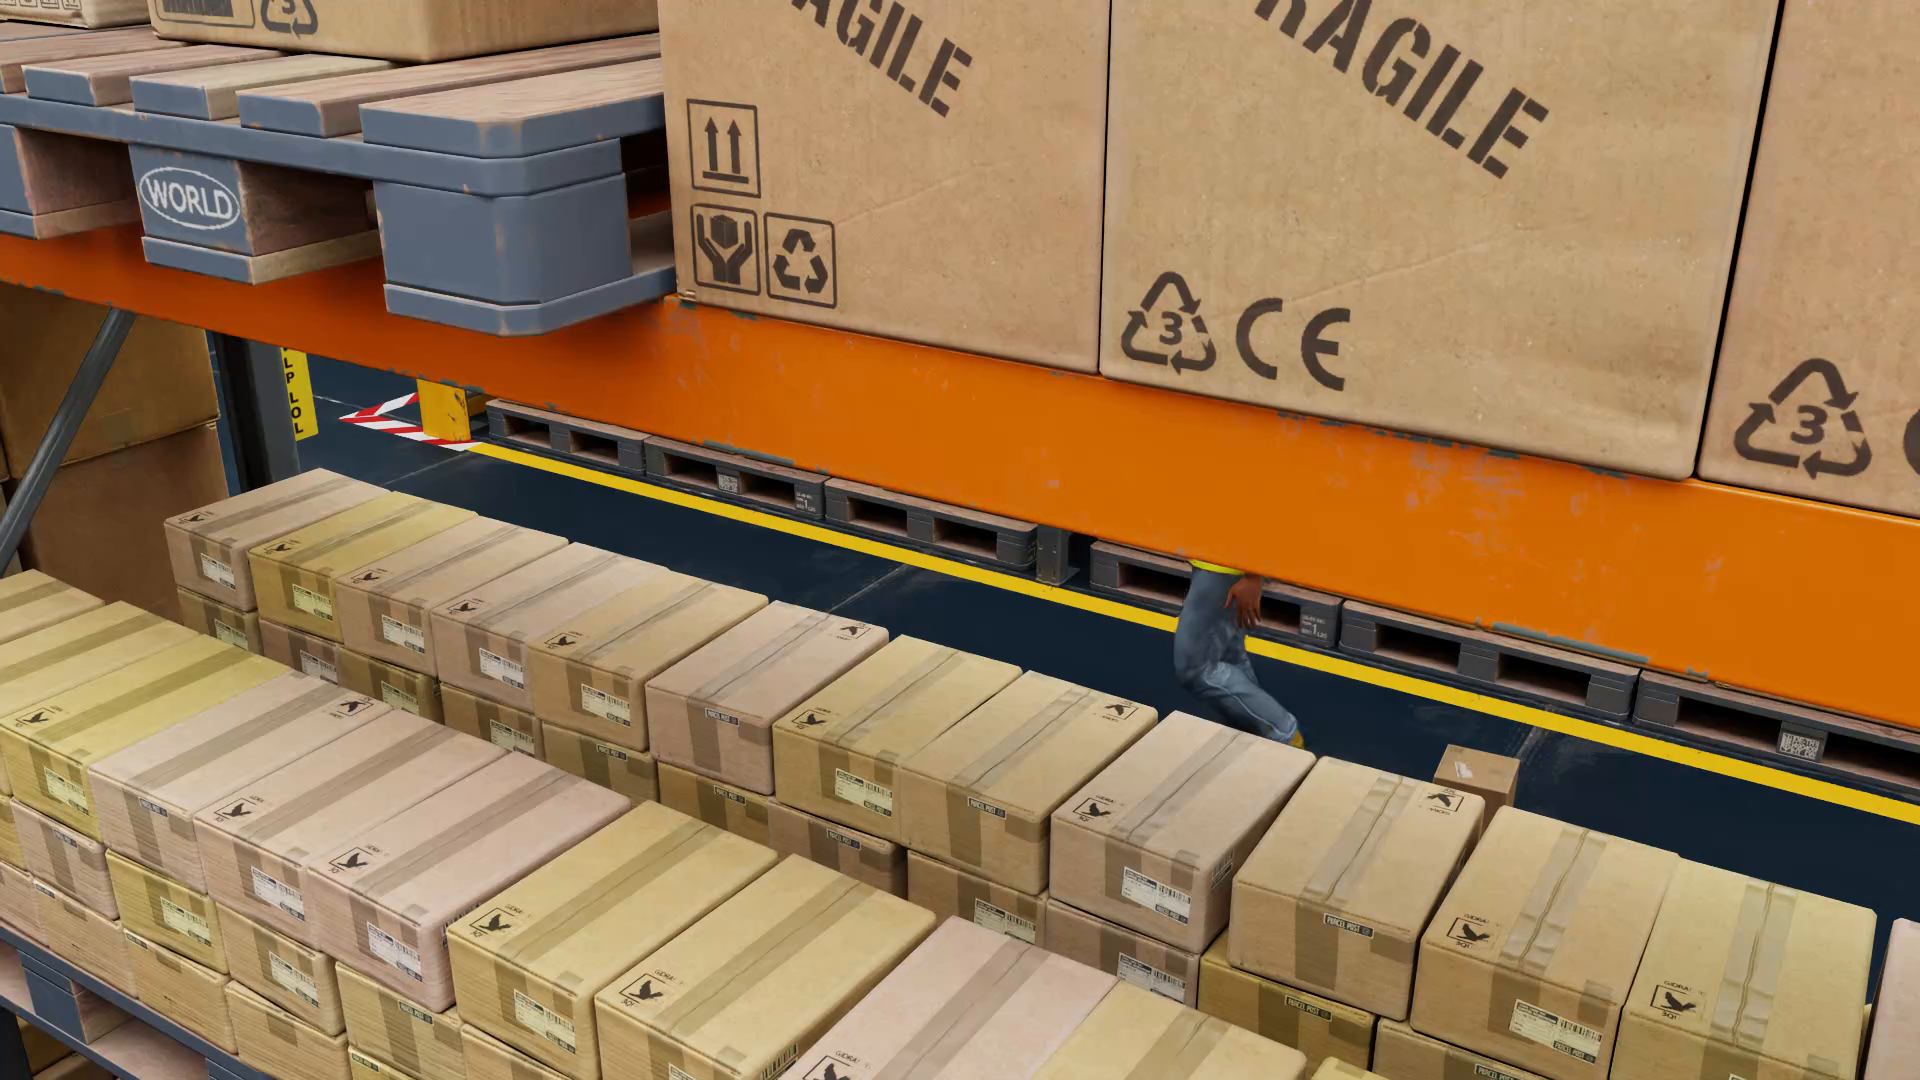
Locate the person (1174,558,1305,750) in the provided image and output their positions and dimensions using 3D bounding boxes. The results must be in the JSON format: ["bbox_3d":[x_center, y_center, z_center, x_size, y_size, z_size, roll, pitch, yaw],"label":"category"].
[{"bbox_3d":[0.982,0.064,5.903,0.558,1.759,0.615,1,23,3],"label":"person"}]
